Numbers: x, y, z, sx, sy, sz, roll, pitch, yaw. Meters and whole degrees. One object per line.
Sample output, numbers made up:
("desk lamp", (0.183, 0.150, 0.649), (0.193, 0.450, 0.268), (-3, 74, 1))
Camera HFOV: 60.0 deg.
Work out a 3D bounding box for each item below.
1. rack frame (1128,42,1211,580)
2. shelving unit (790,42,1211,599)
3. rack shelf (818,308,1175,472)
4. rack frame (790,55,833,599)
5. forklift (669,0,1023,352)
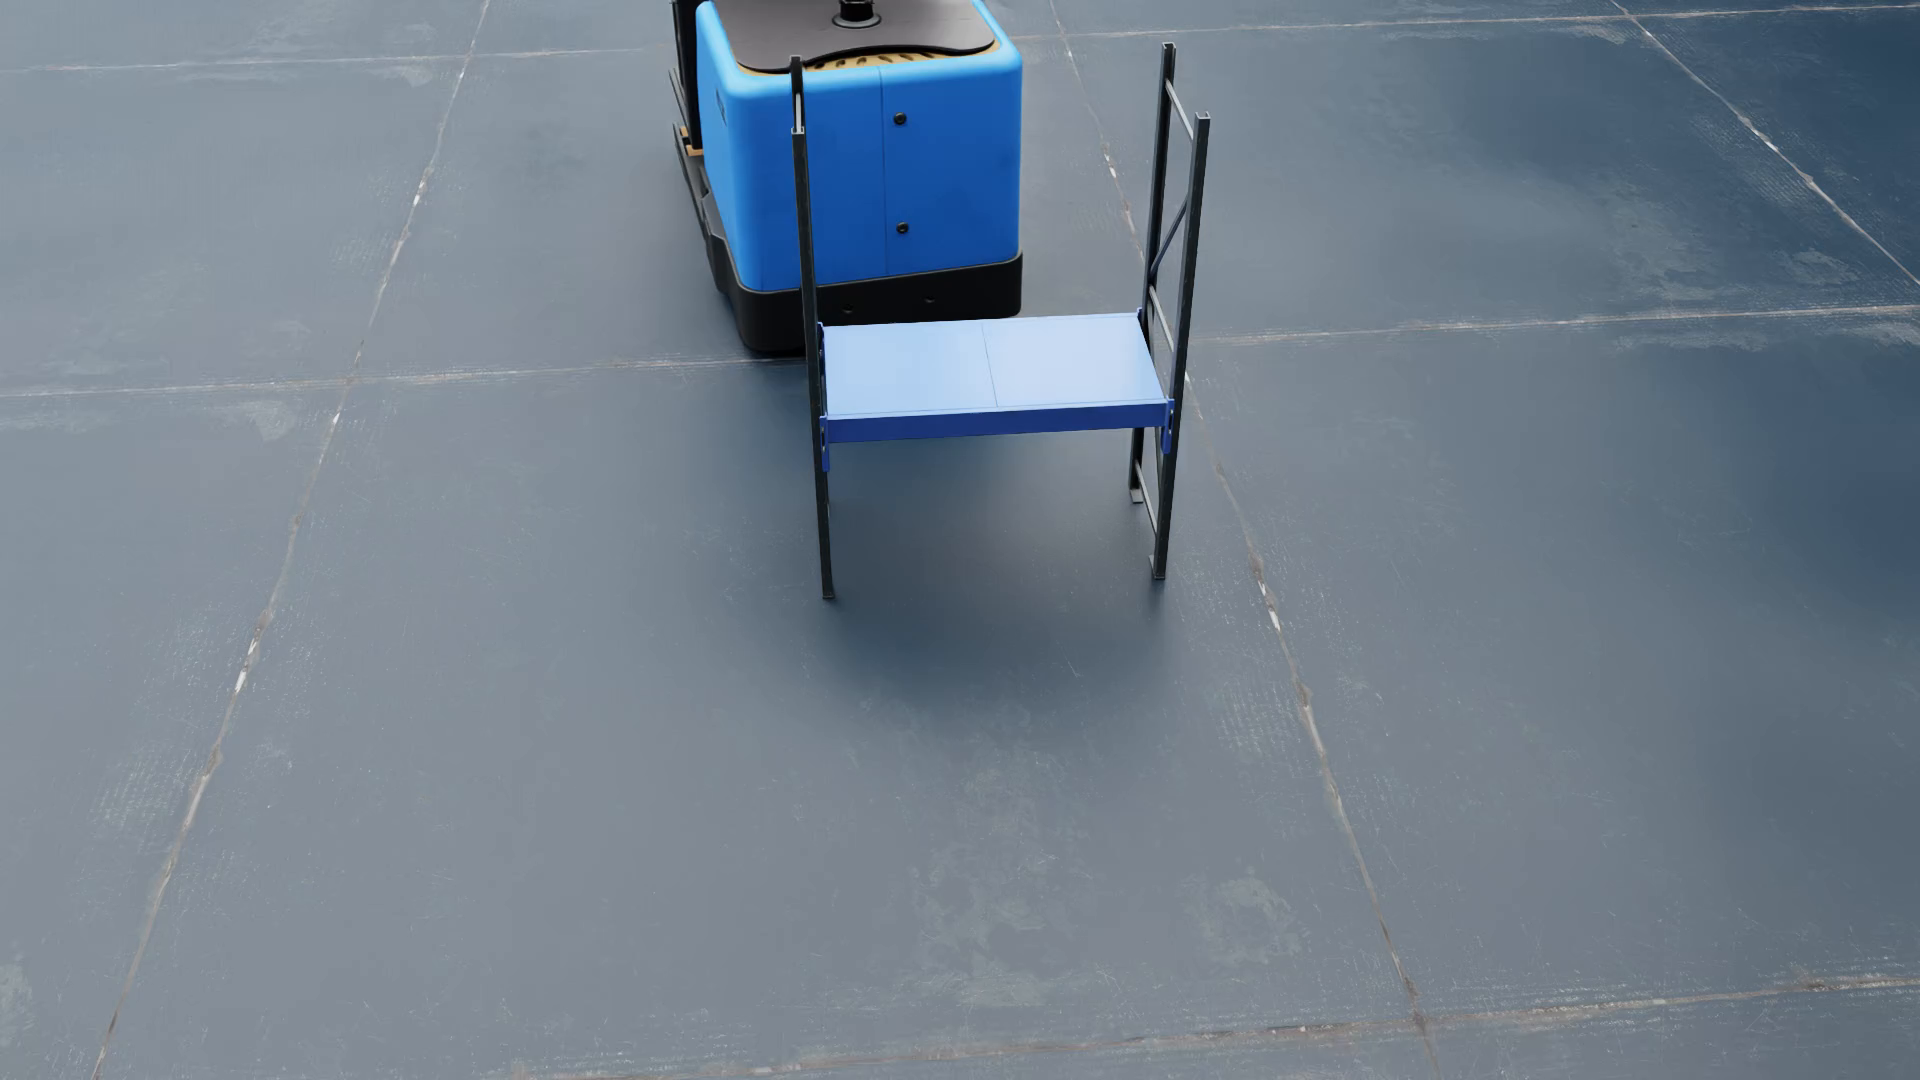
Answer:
("rack frame", (0.591, -0.621, 4.827), (0.032, 1.500, 0.500), (-3, 38, -4))
("shelving unit", (0.085, -0.593, 4.791), (1.048, 1.500, 0.538), (-3, 38, -4))
("rack shelf", (0.085, -0.452, 4.903), (1.000, 0.185, 0.538), (-3, 38, -4))
("rack frame", (-0.421, -0.566, 4.756), (0.032, 1.500, 0.500), (-3, 38, -4))
("forklift", (-0.637, -2.748, 6.366), (1.130, 2.935, 3.031), (-9, 39, -11))
